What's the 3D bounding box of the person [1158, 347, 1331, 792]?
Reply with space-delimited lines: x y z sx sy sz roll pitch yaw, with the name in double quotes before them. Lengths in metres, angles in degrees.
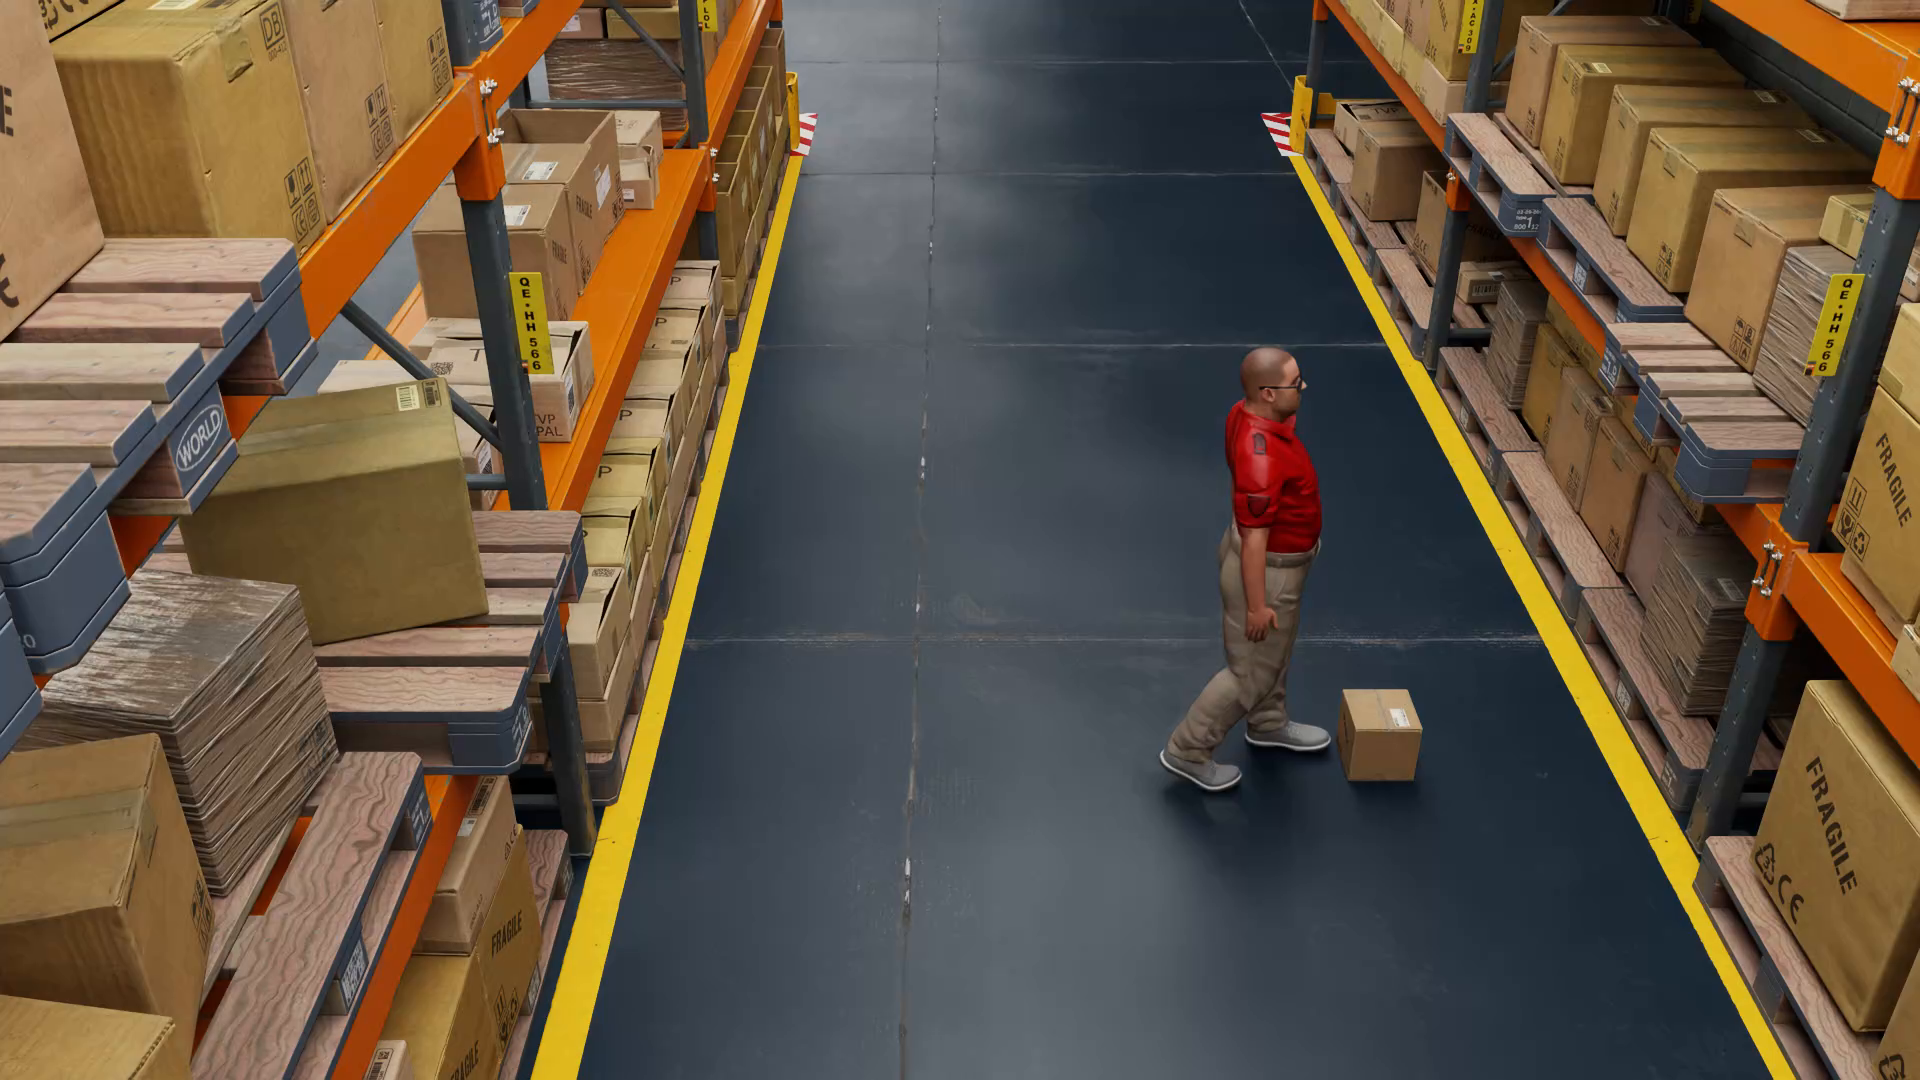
"person" 1.095 0.111 5.961 0.670 1.725 0.555 3 31 5
